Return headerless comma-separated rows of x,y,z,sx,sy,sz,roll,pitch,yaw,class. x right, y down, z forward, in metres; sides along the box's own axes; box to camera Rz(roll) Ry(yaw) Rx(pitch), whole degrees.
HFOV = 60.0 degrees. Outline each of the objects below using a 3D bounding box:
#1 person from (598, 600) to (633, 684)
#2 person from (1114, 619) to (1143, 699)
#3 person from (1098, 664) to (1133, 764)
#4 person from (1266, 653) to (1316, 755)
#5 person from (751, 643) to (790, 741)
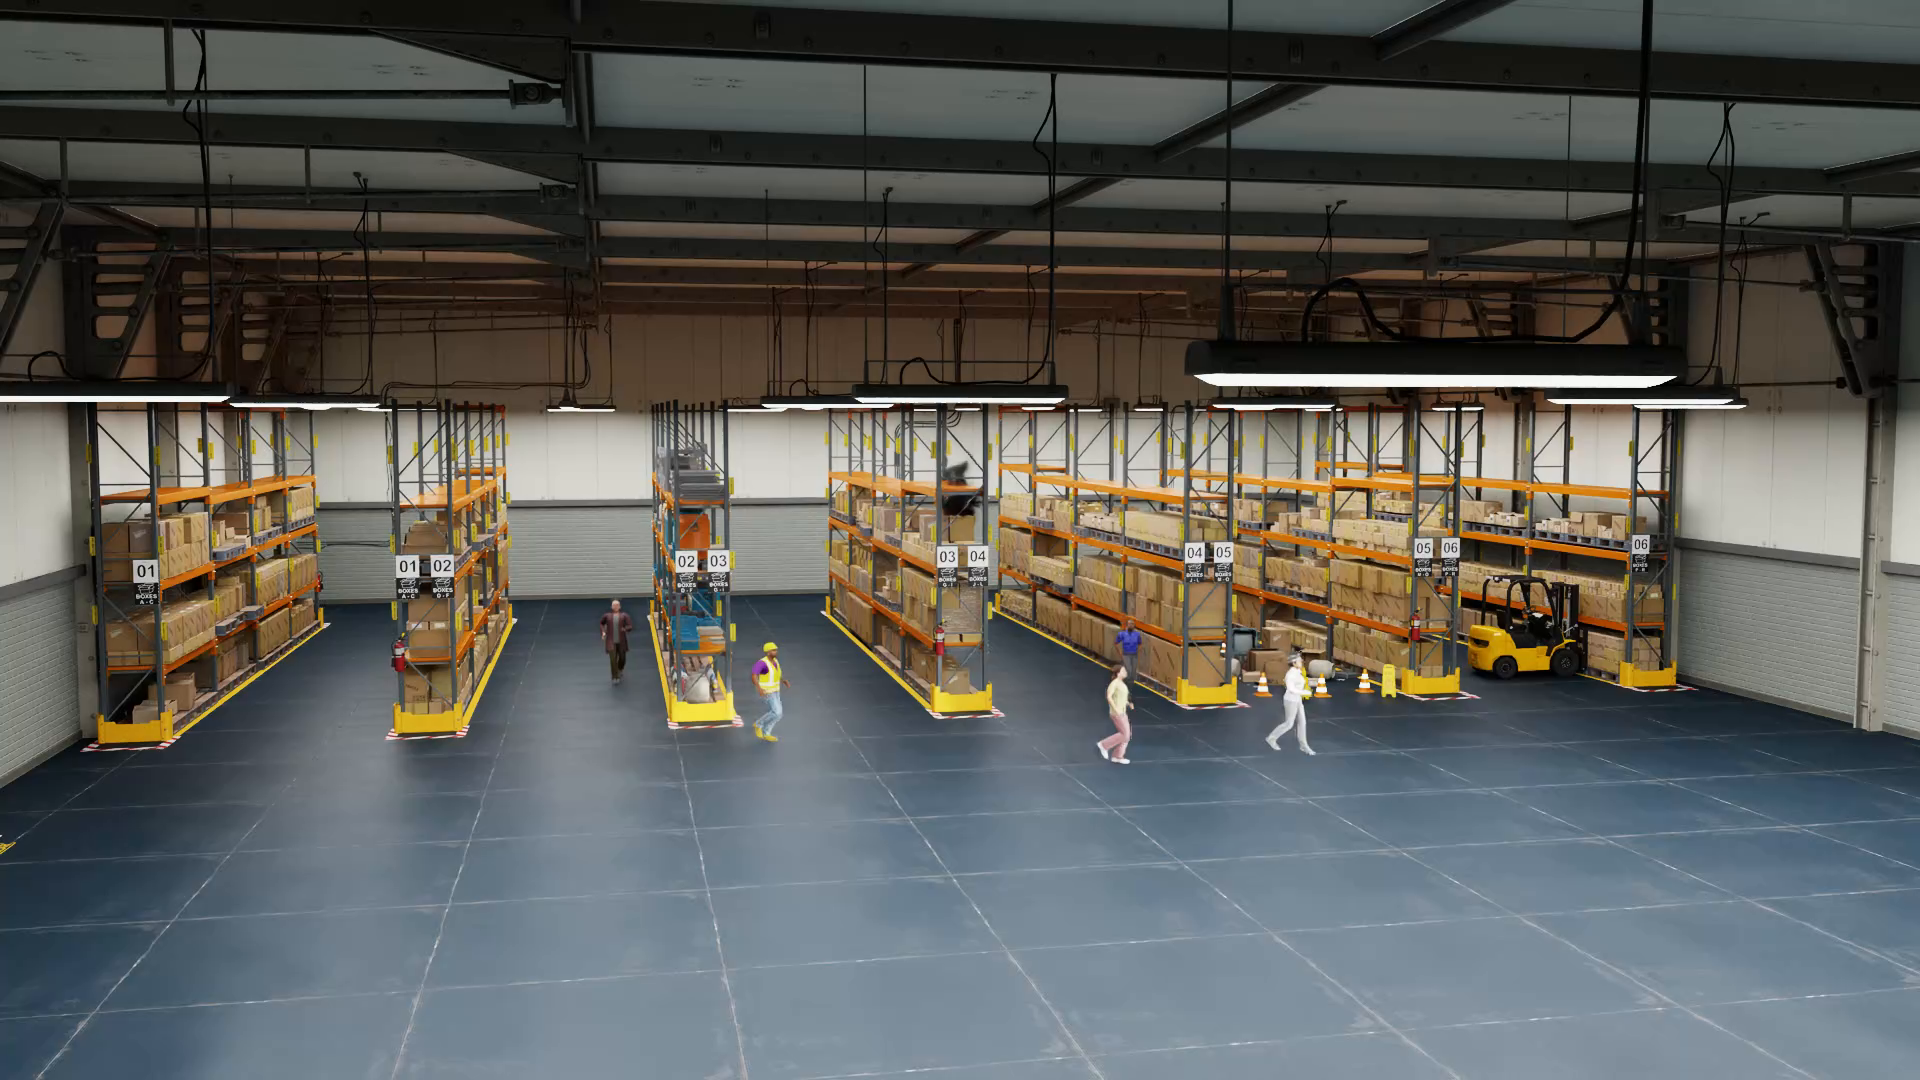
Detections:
-7.342,2.165,35.501,0.719,1.752,0.980,-1,4,-14,person
3.432,2.394,33.379,0.560,1.621,0.576,-1,5,-17,person
2.562,2.848,27.376,0.544,1.640,0.596,1,5,18,person
5.608,2.759,28.112,0.825,1.724,0.632,2,5,24,person
-3.320,2.659,29.200,0.574,1.732,0.712,2,5,20,person
